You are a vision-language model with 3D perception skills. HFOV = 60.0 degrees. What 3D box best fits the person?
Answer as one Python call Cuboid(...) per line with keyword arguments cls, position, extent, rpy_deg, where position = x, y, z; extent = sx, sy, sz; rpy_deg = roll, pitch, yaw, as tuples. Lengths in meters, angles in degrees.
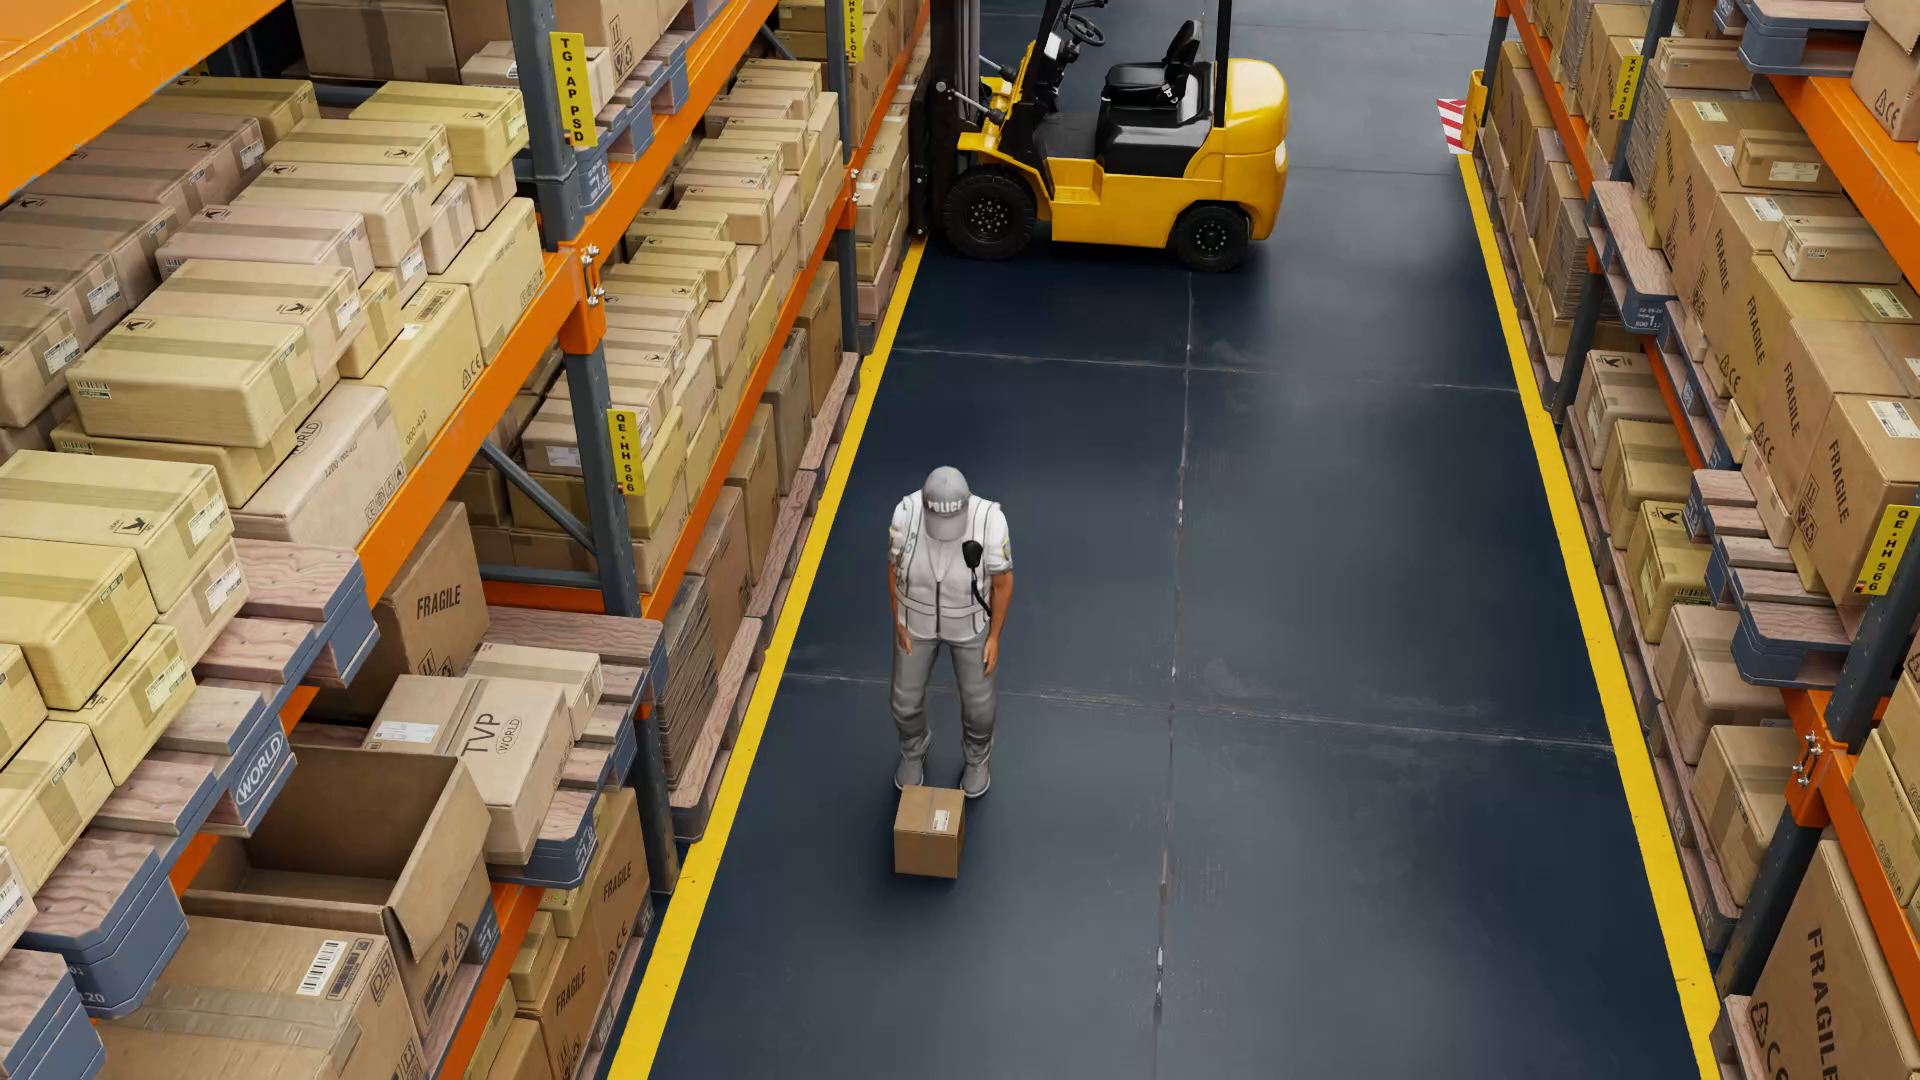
Cuboid(cls="person", position=(-0.039, 0.350, 6.611), extent=(0.496, 1.619, 0.479), rpy_deg=(5, 37, 7))
